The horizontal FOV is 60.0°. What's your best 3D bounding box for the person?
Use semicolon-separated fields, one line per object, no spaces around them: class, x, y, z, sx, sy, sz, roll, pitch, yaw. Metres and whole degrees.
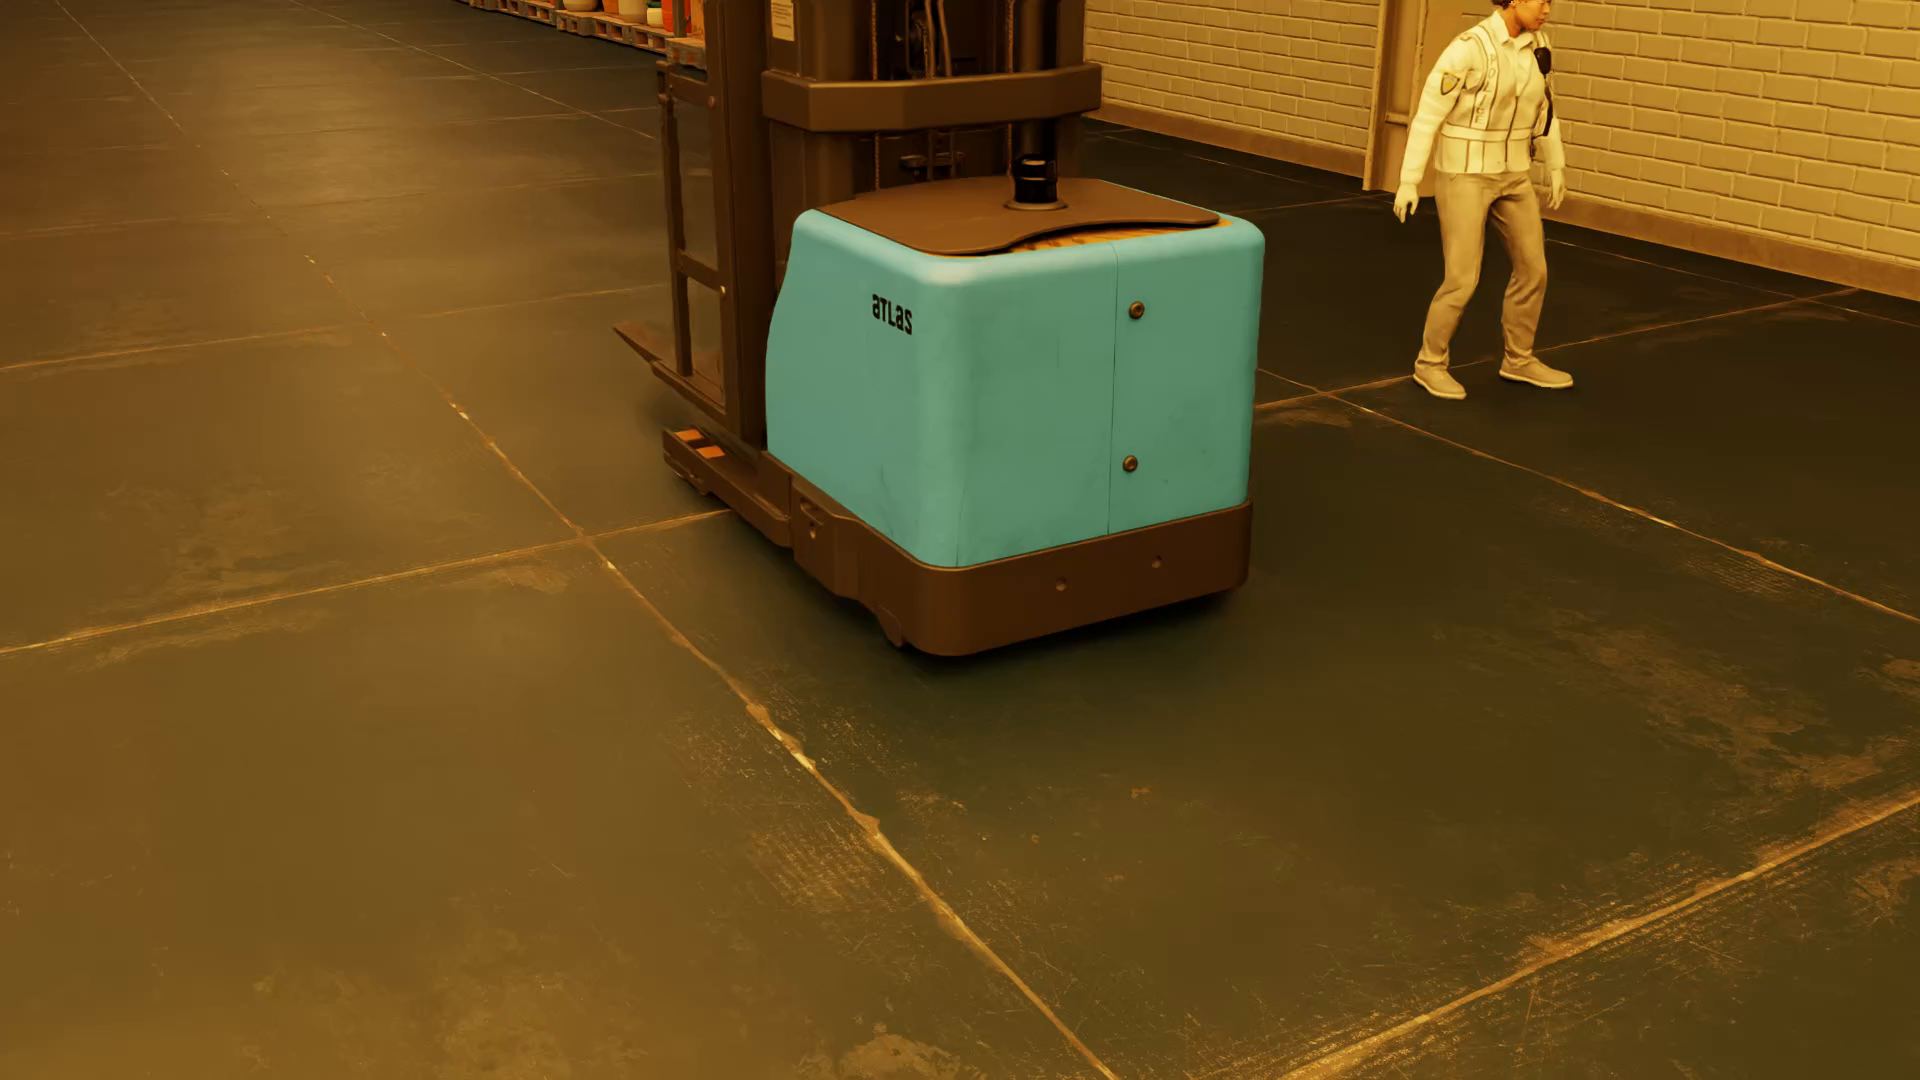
person;2.031;-1.354;6.287;0.781;1.638;0.373;-9;24;-21

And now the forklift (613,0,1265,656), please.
forklift;-0.352;-1.577;5.116;1.130;2.935;3.031;-12;25;-27
